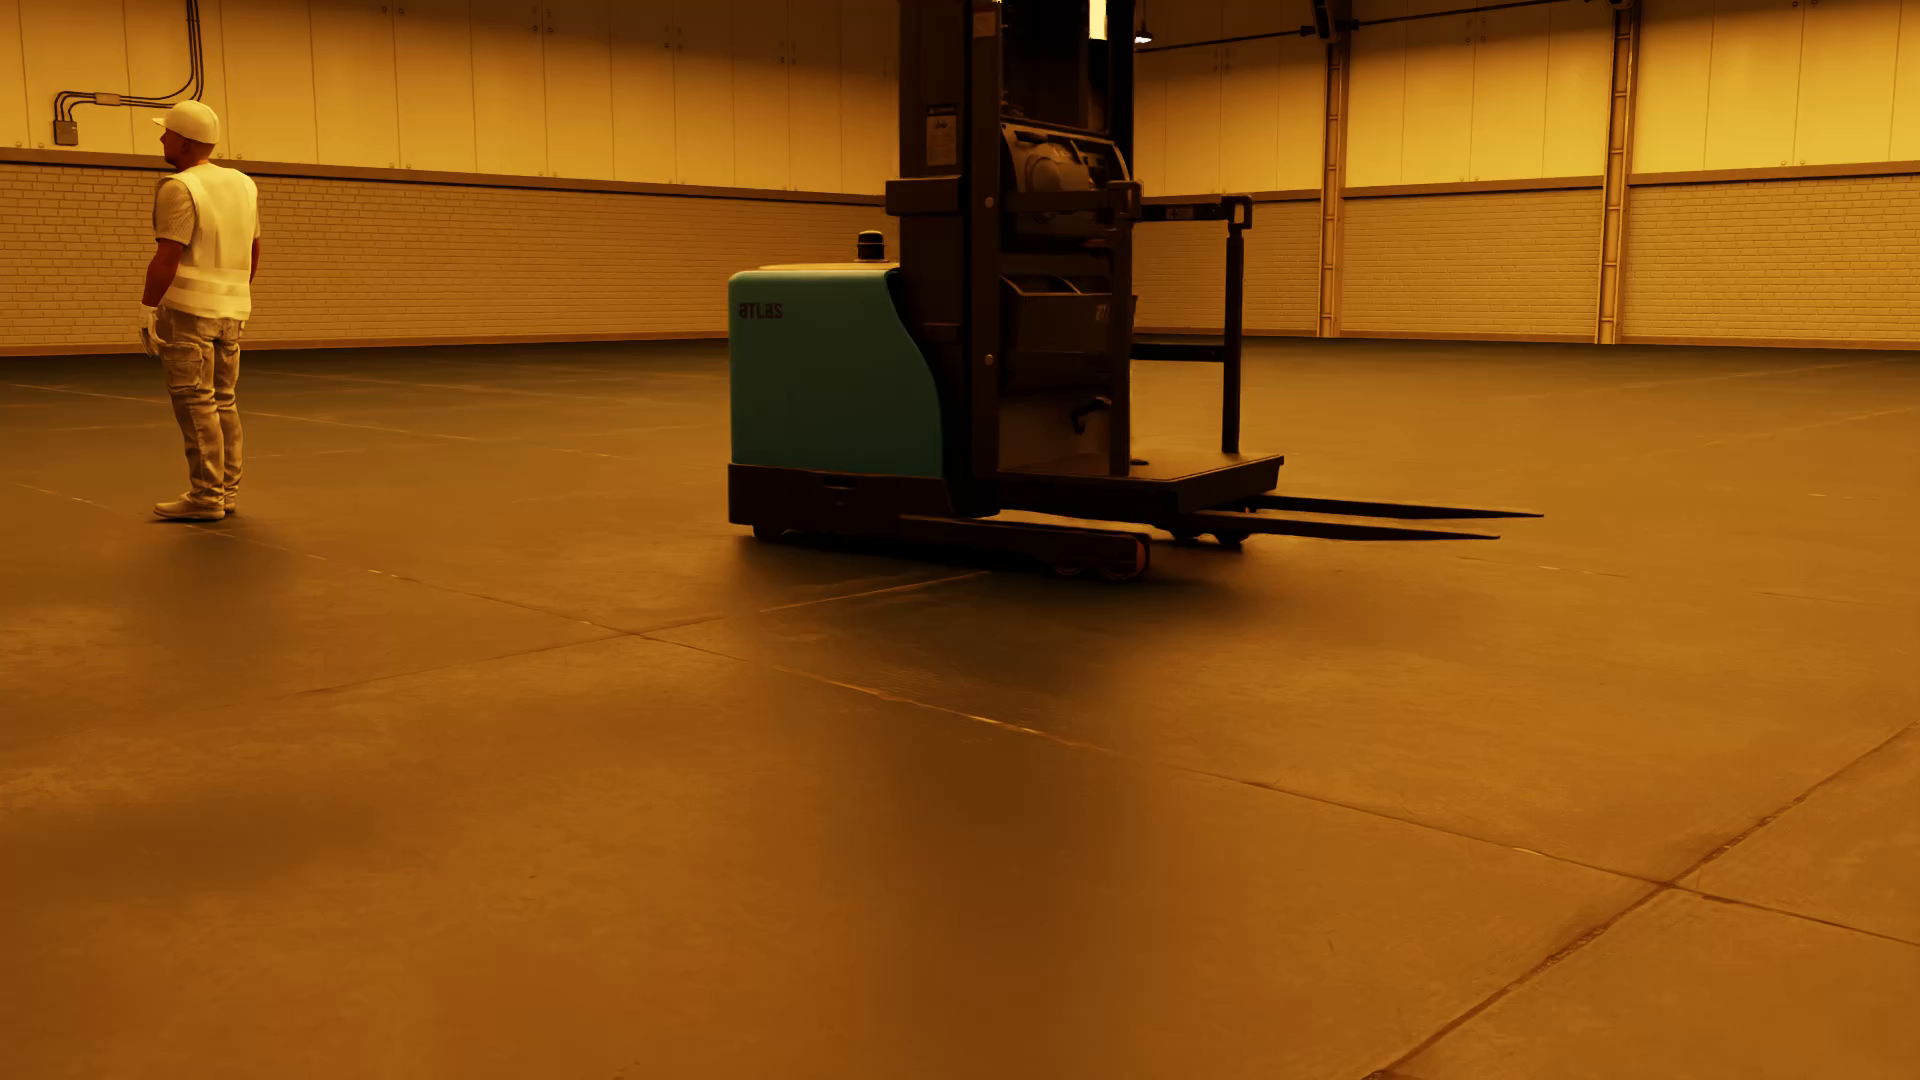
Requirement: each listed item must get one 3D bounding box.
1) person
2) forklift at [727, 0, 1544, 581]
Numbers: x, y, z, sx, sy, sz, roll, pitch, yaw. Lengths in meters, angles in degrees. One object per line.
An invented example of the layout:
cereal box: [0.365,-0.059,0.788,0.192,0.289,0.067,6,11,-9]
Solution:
person: [-3.358,-0.982,7.206,0.577,1.782,0.655,2,9,12]
forklift: [0.586,-1.397,6.152,3.031,2.935,1.130,5,10,31]
